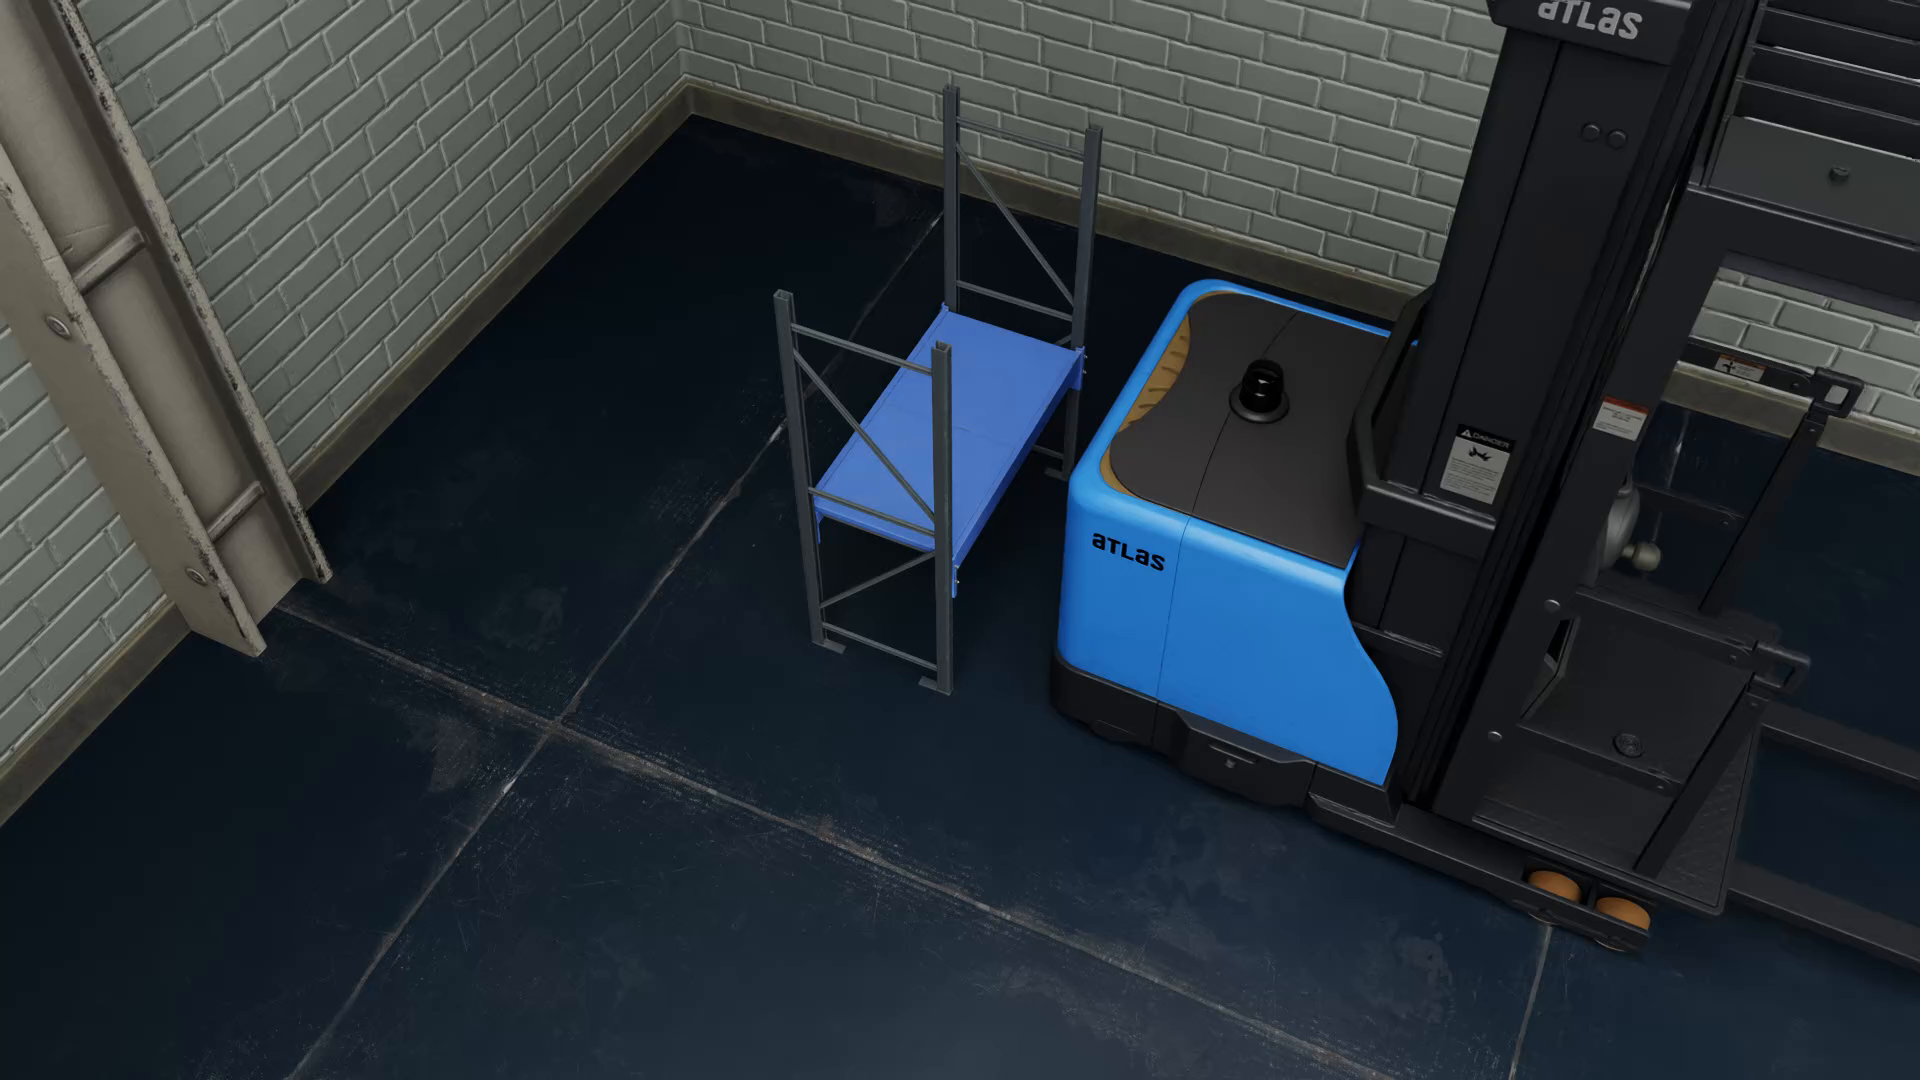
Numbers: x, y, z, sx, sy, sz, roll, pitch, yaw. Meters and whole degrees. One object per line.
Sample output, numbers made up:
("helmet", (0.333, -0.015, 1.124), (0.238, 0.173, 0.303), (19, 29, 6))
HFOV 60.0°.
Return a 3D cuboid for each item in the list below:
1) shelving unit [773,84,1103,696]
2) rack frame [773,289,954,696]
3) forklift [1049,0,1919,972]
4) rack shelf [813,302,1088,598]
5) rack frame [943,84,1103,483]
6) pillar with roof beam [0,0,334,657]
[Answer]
("shelving unit", (-0.036, -0.427, 5.129), (0.538, 1.500, 1.048), (20, 52, 16))
("rack frame", (-0.254, -0.077, 4.831), (0.500, 1.500, 0.032), (20, 52, 16))
("forklift", (1.836, -0.245, 4.034), (3.031, 2.935, 1.130), (20, 53, 16))
("rack shelf", (-0.036, -0.311, 5.266), (0.538, 0.185, 1.000), (20, 52, 16))
("rack frame", (0.181, -0.777, 5.427), (0.500, 1.500, 0.032), (20, 52, 16))
("pillar with roof beam", (1.543, -1.318, 0.963), (9.100, 9.000, 0.400), (20, 52, 16))
